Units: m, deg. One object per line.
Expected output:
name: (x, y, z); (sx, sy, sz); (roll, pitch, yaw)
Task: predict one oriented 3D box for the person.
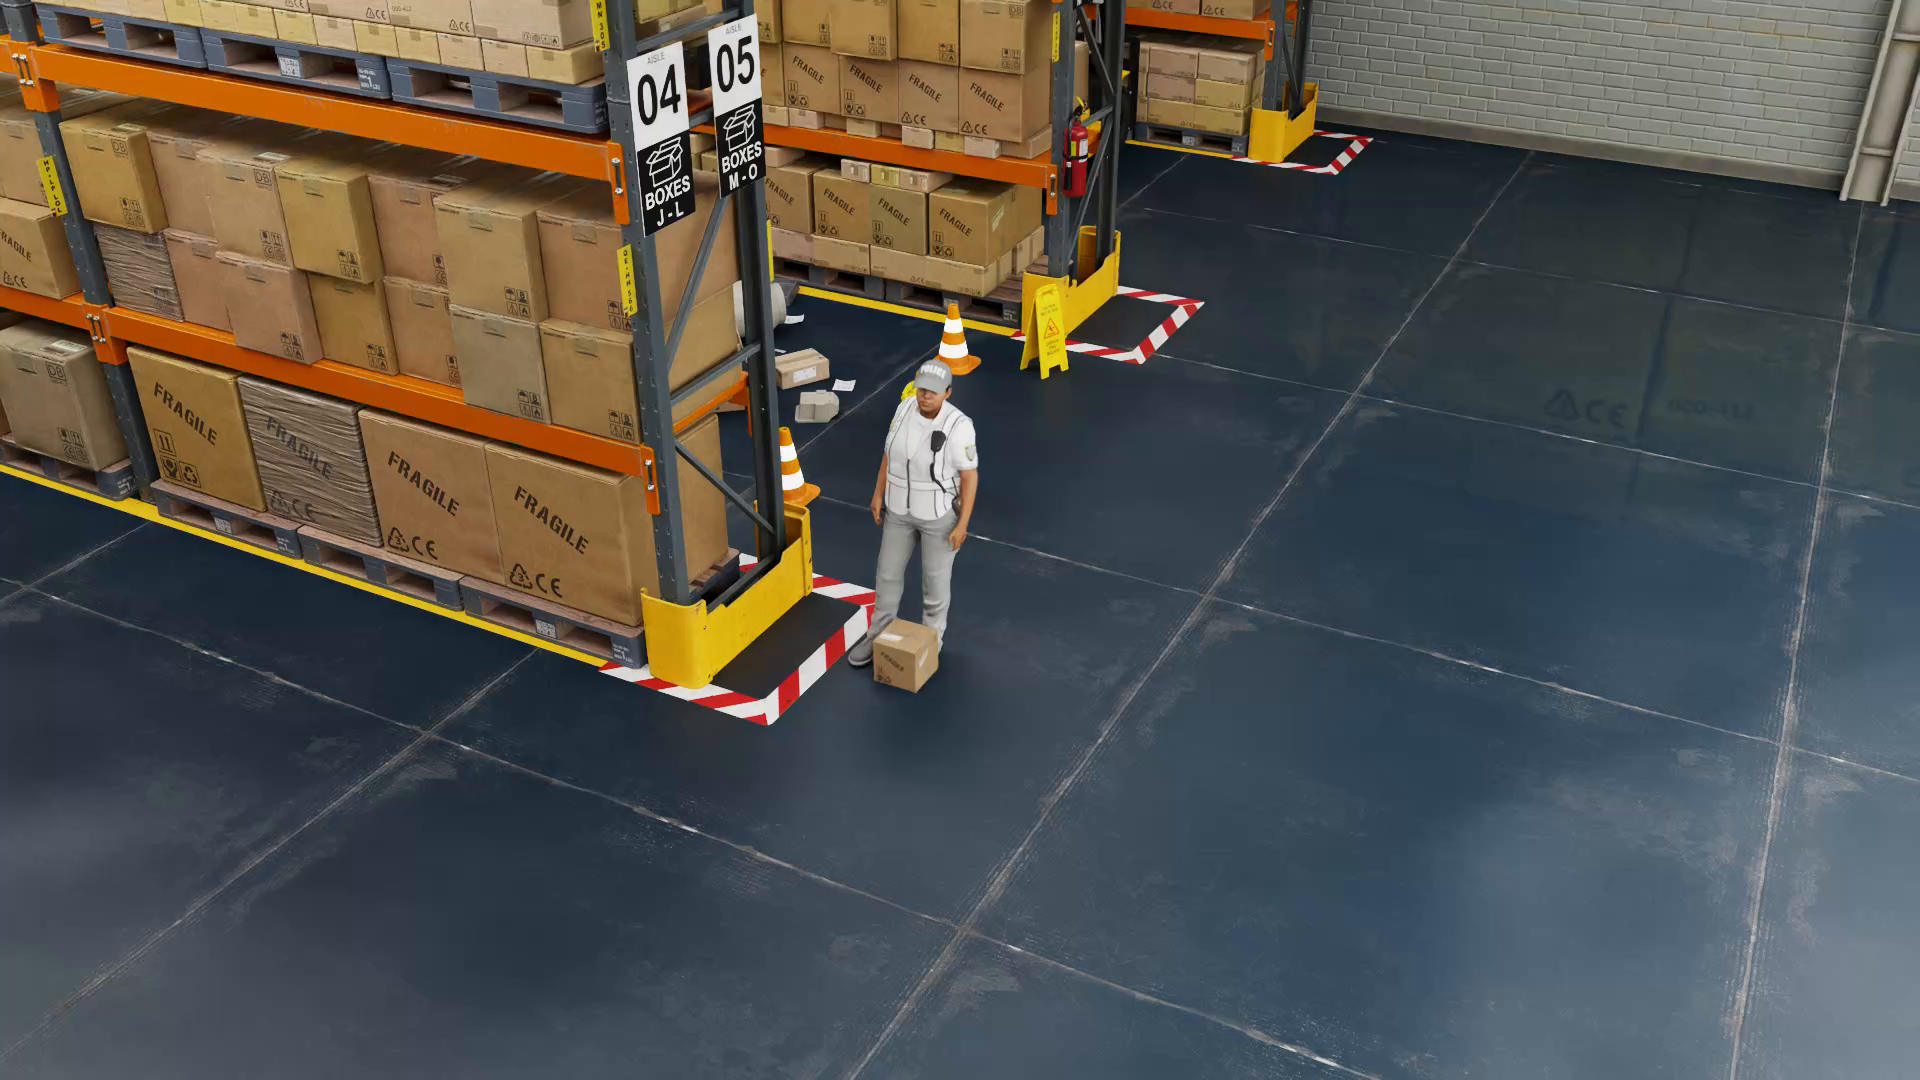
person: (-0.232, -0.113, 8.455); (0.595, 1.669, 0.529); (15, 34, 24)
